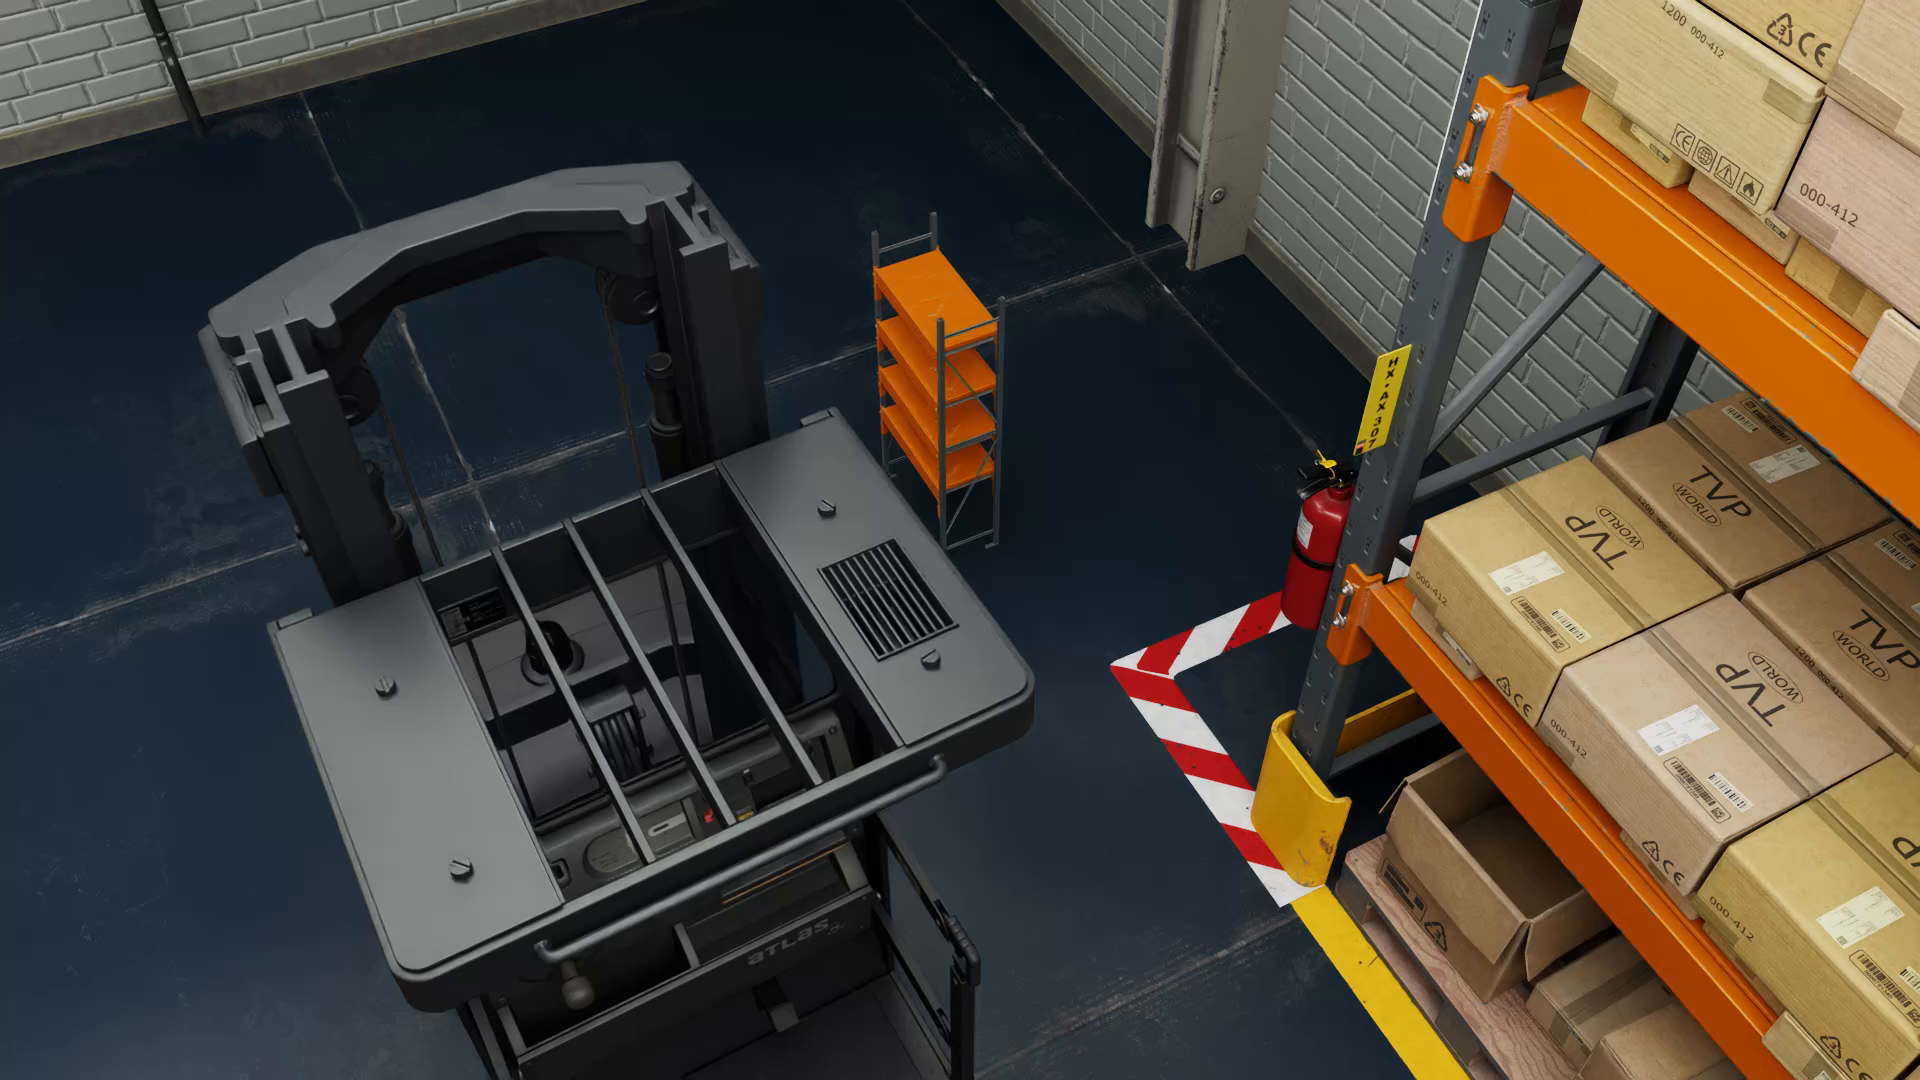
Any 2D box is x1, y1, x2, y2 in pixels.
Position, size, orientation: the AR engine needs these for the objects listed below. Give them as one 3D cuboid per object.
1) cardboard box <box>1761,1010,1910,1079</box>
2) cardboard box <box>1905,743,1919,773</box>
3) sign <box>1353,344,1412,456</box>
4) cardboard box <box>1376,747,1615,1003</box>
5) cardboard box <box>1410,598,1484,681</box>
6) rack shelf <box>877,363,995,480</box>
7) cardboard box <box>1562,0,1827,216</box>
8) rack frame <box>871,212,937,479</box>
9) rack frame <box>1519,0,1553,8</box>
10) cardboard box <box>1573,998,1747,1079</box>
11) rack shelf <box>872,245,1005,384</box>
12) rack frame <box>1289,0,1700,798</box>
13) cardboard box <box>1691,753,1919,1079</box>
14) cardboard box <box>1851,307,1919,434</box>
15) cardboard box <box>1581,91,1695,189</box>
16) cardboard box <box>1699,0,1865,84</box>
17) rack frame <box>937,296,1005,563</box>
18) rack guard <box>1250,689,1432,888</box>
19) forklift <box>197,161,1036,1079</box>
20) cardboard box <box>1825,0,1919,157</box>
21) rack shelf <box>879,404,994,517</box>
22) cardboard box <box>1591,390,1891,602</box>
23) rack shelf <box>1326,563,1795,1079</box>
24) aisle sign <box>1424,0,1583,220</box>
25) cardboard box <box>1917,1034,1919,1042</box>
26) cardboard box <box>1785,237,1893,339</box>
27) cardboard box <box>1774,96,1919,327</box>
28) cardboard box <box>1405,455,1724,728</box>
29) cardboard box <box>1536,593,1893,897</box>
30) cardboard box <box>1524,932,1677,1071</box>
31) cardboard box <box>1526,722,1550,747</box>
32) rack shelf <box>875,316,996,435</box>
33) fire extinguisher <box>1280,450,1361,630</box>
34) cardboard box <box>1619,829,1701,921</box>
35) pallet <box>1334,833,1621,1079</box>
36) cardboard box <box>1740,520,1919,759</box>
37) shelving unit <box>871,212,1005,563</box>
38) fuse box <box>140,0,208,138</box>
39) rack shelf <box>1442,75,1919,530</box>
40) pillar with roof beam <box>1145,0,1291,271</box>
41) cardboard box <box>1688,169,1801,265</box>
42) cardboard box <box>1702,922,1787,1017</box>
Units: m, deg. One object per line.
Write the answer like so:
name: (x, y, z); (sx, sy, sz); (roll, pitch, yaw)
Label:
cardboard box: (1.944, 1.043, 3.511); (0.380, 0.149, 0.250); (-23, 53, -19)
cardboard box: (2.396, 0.613, 3.623); (0.500, 0.250, 0.500); (-20, 52, -16)
sign: (1.010, -0.331, 3.972); (0.100, 0.325, 0.005); (-21, 52, -18)
cardboard box: (1.688, 0.893, 4.856); (0.797, 0.503, 0.637); (-23, 53, -19)
cardboard box: (1.399, 0.164, 4.281); (0.380, 0.149, 0.250); (-22, 52, -18)
rack shelf: (-0.076, -0.462, 5.946); (0.258, 0.148, 0.480); (-21, 52, -18)
cardboard box: (1.453, -0.878, 2.934); (0.500, 0.250, 0.500); (-22, 52, -18)
rack frame: (-0.187, -0.669, 6.038); (0.240, 1.200, 0.015); (-21, 52, -18)
rack frame: (1.493, -2.208, 2.203); (1.000, 3.000, 0.127); (-21, 52, -18)
cardboard box: (2.045, 1.479, 4.345); (0.700, 0.500, 0.500); (-19, 52, -16)
rack shelf: (-0.076, -0.764, 5.599); (0.258, 0.148, 0.480); (-21, 52, -18)
rack frame: (1.493, -0.233, 4.461); (1.000, 3.000, 0.127); (-21, 52, -18)
cardboard box: (1.926, 0.790, 3.468); (0.500, 0.250, 0.500); (-22, 52, -18)
cardboard box: (1.700, -0.298, 2.692); (0.380, 0.149, 0.250); (-20, 52, -17)
cardboard box: (1.432, -0.844, 3.170); (0.380, 0.149, 0.250); (-20, 52, -17)
cardboard box: (1.472, -1.050, 2.753); (0.500, 0.250, 0.500); (-22, 52, -18)
rack frame: (0.036, -0.342, 5.752); (0.240, 1.200, 0.015); (-21, 52, -18)
rack guard: (1.527, 0.641, 5.357); (1.175, 0.500, 0.348); (-21, 52, -18)
forklift: (-0.556, 0.819, 3.586); (1.130, 2.935, 3.031); (-23, 53, -19)
cardboard box: (1.688, -0.703, 2.449); (0.500, 0.250, 0.500); (-22, 52, -18)
rack shelf: (-0.076, -0.331, 6.095); (0.258, 0.148, 0.480); (-21, 52, -18)
cardboard box: (1.939, -0.065, 4.216); (0.500, 0.250, 0.500); (-20, 52, -16)
rack shelf: (2.408, 1.342, 3.561); (1.077, 0.370, 4.000); (-21, 52, -18)
aisle sign: (1.200, -1.033, 3.434); (0.394, 0.787, 0.004); (-21, 52, -18)
cardboard box: (2.147, 0.872, 2.899); (0.500, 0.500, 0.500); (-20, 52, -17)
cardboard box: (1.677, -0.500, 2.869); (0.380, 0.149, 0.250); (-21, 52, -17)
cardboard box: (1.704, -0.545, 2.643); (0.500, 0.250, 0.500); (-20, 52, -17)
cardboard box: (1.461, 0.115, 4.059); (0.500, 0.250, 0.500); (-21, 52, -17)
cardboard box: (1.692, 0.452, 3.764); (0.500, 0.250, 0.500); (-21, 52, -17)
cardboard box: (1.848, 1.307, 4.729); (0.380, 0.149, 0.250); (-23, 53, -19)
cardboard box: (1.557, 0.318, 4.146); (0.380, 0.149, 0.250); (-20, 52, -17)
rack shelf: (-0.076, -0.609, 5.778); (0.258, 0.148, 0.480); (-21, 52, -18)
fire extinguisher: (1.014, -0.024, 4.577); (0.296, 0.674, 0.183); (-21, 52, -18)
cardboard box: (1.769, 0.673, 3.836); (0.380, 0.149, 0.250); (-20, 52, -16)
pallet: (1.893, 1.269, 5.000); (1.003, 0.211, 1.213); (-21, 52, -18)
cardboard box: (2.174, 0.280, 3.914); (0.500, 0.250, 0.500); (-21, 52, -17)
shelving unit: (-0.076, -0.506, 5.895); (0.258, 1.200, 0.503); (-21, 52, -18)
fuse box: (-3.586, -2.488, 7.290); (0.539, 1.711, 0.414); (-21, 52, -18)
rack shelf: (2.408, 0.355, 2.432); (1.077, 0.370, 4.000); (-21, 52, -18)
pillar with roof beam: (-2.768, -2.840, 2.756); (9.100, 9.000, 0.400); (-21, 52, -18)
cardboard box: (1.575, -0.678, 3.024); (0.380, 0.149, 0.250); (-20, 52, -17)
cardboard box: (1.895, 0.848, 3.682); (0.380, 0.149, 0.250); (-20, 52, -17)
